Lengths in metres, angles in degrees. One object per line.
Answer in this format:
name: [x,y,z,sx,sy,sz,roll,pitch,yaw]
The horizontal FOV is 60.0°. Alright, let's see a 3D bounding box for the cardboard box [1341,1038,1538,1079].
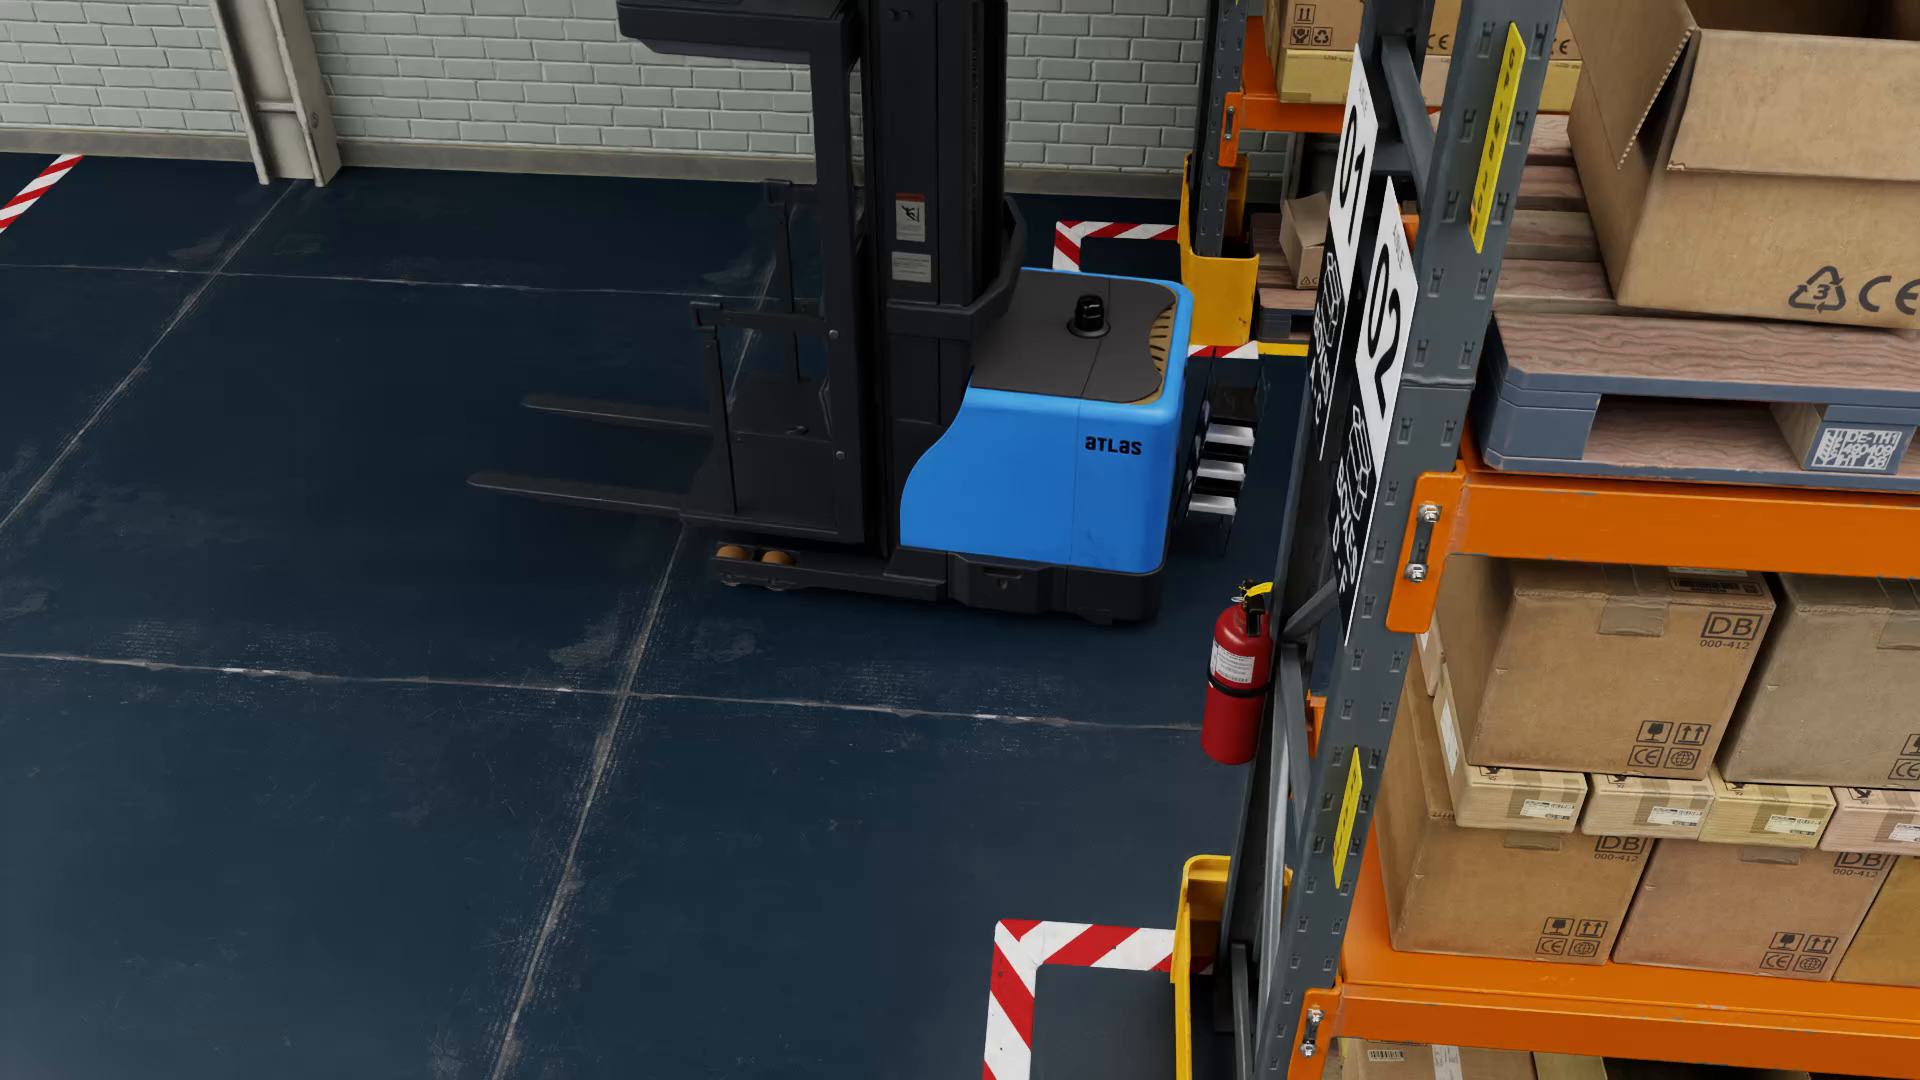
cardboard box: [1.364,1.665,4.674,0.500,0.250,0.500,3,39,4]

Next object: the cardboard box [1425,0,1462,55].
cardboard box: [2.214,-2.516,7.474,0.500,0.500,0.500,3,39,4]

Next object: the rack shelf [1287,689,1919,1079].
rack shelf: [2.841,0.980,4.240,4.000,0.370,1.077,3,39,4]

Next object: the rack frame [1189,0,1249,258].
rack frame: [1.273,-2.524,7.974,0.127,3.000,1.000,3,39,4]

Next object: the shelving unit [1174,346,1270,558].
shelving unit: [1.086,-0.355,6.959,0.210,0.900,0.258,7,39,-1]

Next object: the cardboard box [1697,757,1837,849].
cardboard box: [1.733,0.486,3.684,0.250,0.149,0.380,3,39,4]

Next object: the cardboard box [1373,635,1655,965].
cardboard box: [1.313,0.587,4.074,0.500,0.500,0.700,3,39,4]

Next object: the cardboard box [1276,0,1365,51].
cardboard box: [1.722,-2.549,7.515,0.500,0.500,0.500,3,39,4]

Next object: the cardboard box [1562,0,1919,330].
cardboard box: [1.421,-0.795,2.949,0.637,0.503,0.797,6,39,7]

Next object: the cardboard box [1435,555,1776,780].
cardboard box: [1.366,0.086,3.661,0.500,0.500,0.700,3,39,4]

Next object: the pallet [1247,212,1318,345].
pallet: [2.155,-1.372,8.768,1.213,0.211,1.003,3,39,4]

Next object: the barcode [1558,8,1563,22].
barcode: [1.191,-1.083,3.369,0.075,0.075,0.001,3,39,4]

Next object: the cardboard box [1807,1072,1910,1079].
cardboard box: [2.362,1.419,4.382,0.500,0.500,0.500,3,39,4]

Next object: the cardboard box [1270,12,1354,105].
cardboard box: [1.731,-2.247,7.738,0.500,0.250,0.500,2,39,3]

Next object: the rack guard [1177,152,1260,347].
rack guard: [1.348,-1.550,8.758,0.348,0.500,1.175,3,39,4]

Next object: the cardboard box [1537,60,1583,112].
cardboard box: [2.757,-2.196,7.675,0.500,0.250,0.500,3,39,3]

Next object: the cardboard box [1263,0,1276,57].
cardboard box: [1.755,-2.570,8.134,0.500,0.250,0.500,4,39,4]

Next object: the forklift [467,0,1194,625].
forklift: [-0.591,-1.245,6.458,3.031,2.935,1.130,7,40,8]

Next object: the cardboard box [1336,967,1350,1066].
cardboard box: [1.409,1.339,5.075,0.500,0.250,0.500,3,39,4]

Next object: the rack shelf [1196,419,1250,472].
rack shelf: [1.092,-0.399,6.923,0.200,0.077,0.258,7,39,-1]

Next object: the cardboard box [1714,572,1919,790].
cardboard box: [1.890,0.112,3.630,0.500,0.500,0.700,2,39,3]

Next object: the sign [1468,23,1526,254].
sign: [0.795,-0.592,2.470,0.005,0.325,0.100,3,39,4]

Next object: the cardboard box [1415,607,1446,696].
cardboard box: [1.246,0.203,4.032,0.250,0.149,0.380,3,39,3]

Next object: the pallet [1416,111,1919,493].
pallet: [1.551,-0.482,3.160,1.213,0.211,1.003,3,39,4]

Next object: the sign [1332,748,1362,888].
sign: [0.795,0.574,3.420,0.005,0.325,0.100,3,39,4]

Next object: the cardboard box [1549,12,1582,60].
cardboard box: [2.728,-2.484,7.434,0.500,0.500,0.500,2,39,2]

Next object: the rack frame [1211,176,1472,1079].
rack frame: [0.849,0.592,4.147,0.127,3.000,1.000,3,39,4]

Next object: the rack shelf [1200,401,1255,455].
rack shelf: [1.101,-0.468,6.866,0.200,0.077,0.258,7,39,-1]

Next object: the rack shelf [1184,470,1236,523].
rack shelf: [1.065,-0.191,7.094,0.200,0.077,0.258,7,39,-1]

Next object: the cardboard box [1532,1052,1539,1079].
cardboard box: [1.862,1.689,4.644,0.500,0.250,0.500,3,39,4]

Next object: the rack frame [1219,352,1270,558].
rack frame: [1.187,-0.343,6.961,0.006,0.900,0.240,7,39,-1]

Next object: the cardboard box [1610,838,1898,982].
cardboard box: [1.836,0.612,4.043,0.500,0.500,0.700,4,39,5]

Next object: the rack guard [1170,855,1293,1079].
rack guard: [0.825,1.560,4.937,0.348,0.500,1.175,3,39,4]

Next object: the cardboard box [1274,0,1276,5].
cardboard box: [1.761,-2.872,7.911,0.500,0.500,0.500,3,39,3]

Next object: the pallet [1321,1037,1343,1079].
pallet: [1.614,1.689,5.008,1.213,0.211,1.003,3,39,4]

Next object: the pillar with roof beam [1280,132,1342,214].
pillar with roof beam: [1.673,-2.649,3.376,0.400,9.000,9.100,3,39,4]

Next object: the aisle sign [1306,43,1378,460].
aisle sign: [0.809,-0.605,3.557,0.004,0.787,0.394,3,39,4]

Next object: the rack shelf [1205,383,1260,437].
rack shelf: [1.110,-0.537,6.810,0.200,0.077,0.258,7,39,-1]

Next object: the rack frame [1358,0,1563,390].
rack frame: [0.849,-1.735,2.253,0.127,3.000,1.000,3,39,4]

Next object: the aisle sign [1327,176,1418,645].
aisle sign: [0.757,-0.227,3.094,0.004,0.787,0.394,3,39,4]

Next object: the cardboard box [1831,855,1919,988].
cardboard box: [2.331,0.643,4.005,0.500,0.500,0.700,3,39,4]

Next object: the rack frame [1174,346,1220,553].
rack frame: [0.985,-0.367,6.957,0.006,0.900,0.240,7,39,-1]

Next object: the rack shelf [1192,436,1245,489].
rack shelf: [1.083,-0.329,6.980,0.200,0.077,0.258,7,39,-1]

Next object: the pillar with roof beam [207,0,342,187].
pillar with roof beam: [-4.304,-2.976,3.777,0.400,9.000,9.100,3,39,4]

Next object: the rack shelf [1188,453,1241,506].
rack shelf: [1.074,-0.260,7.037,0.200,0.077,0.258,7,39,-1]

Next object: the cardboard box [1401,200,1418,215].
cardboard box: [2.522,-1.526,8.530,0.500,0.311,0.500,6,40,8]

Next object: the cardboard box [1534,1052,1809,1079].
cardboard box: [1.862,1.400,4.406,0.500,0.500,0.500,3,39,4]

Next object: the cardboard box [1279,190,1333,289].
cardboard box: [1.954,-1.557,8.569,0.500,0.311,0.500,-1,39,-1]

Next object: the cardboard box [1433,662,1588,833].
cardboard box: [1.221,0.458,3.718,0.250,0.149,0.380,3,39,4]

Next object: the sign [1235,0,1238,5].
sign: [1.226,-2.518,7.282,0.005,0.325,0.100,3,39,4]

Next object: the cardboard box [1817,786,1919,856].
cardboard box: [1.984,0.501,3.666,0.250,0.149,0.380,3,39,3]

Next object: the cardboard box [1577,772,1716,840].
cardboard box: [1.485,0.471,3.702,0.250,0.149,0.380,2,39,3]

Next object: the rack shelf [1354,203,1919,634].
rack shelf: [2.841,-0.183,3.293,4.000,0.370,1.077,3,39,4]

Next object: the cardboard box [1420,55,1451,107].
cardboard box: [2.250,-2.228,7.714,0.500,0.250,0.500,2,39,2]

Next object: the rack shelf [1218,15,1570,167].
rack shelf: [3.265,-2.136,8.068,4.000,0.370,1.077,3,39,4]

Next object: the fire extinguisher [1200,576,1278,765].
fire extinguisher: [0.771,0.323,4.538,0.183,0.674,0.296,3,39,4]
